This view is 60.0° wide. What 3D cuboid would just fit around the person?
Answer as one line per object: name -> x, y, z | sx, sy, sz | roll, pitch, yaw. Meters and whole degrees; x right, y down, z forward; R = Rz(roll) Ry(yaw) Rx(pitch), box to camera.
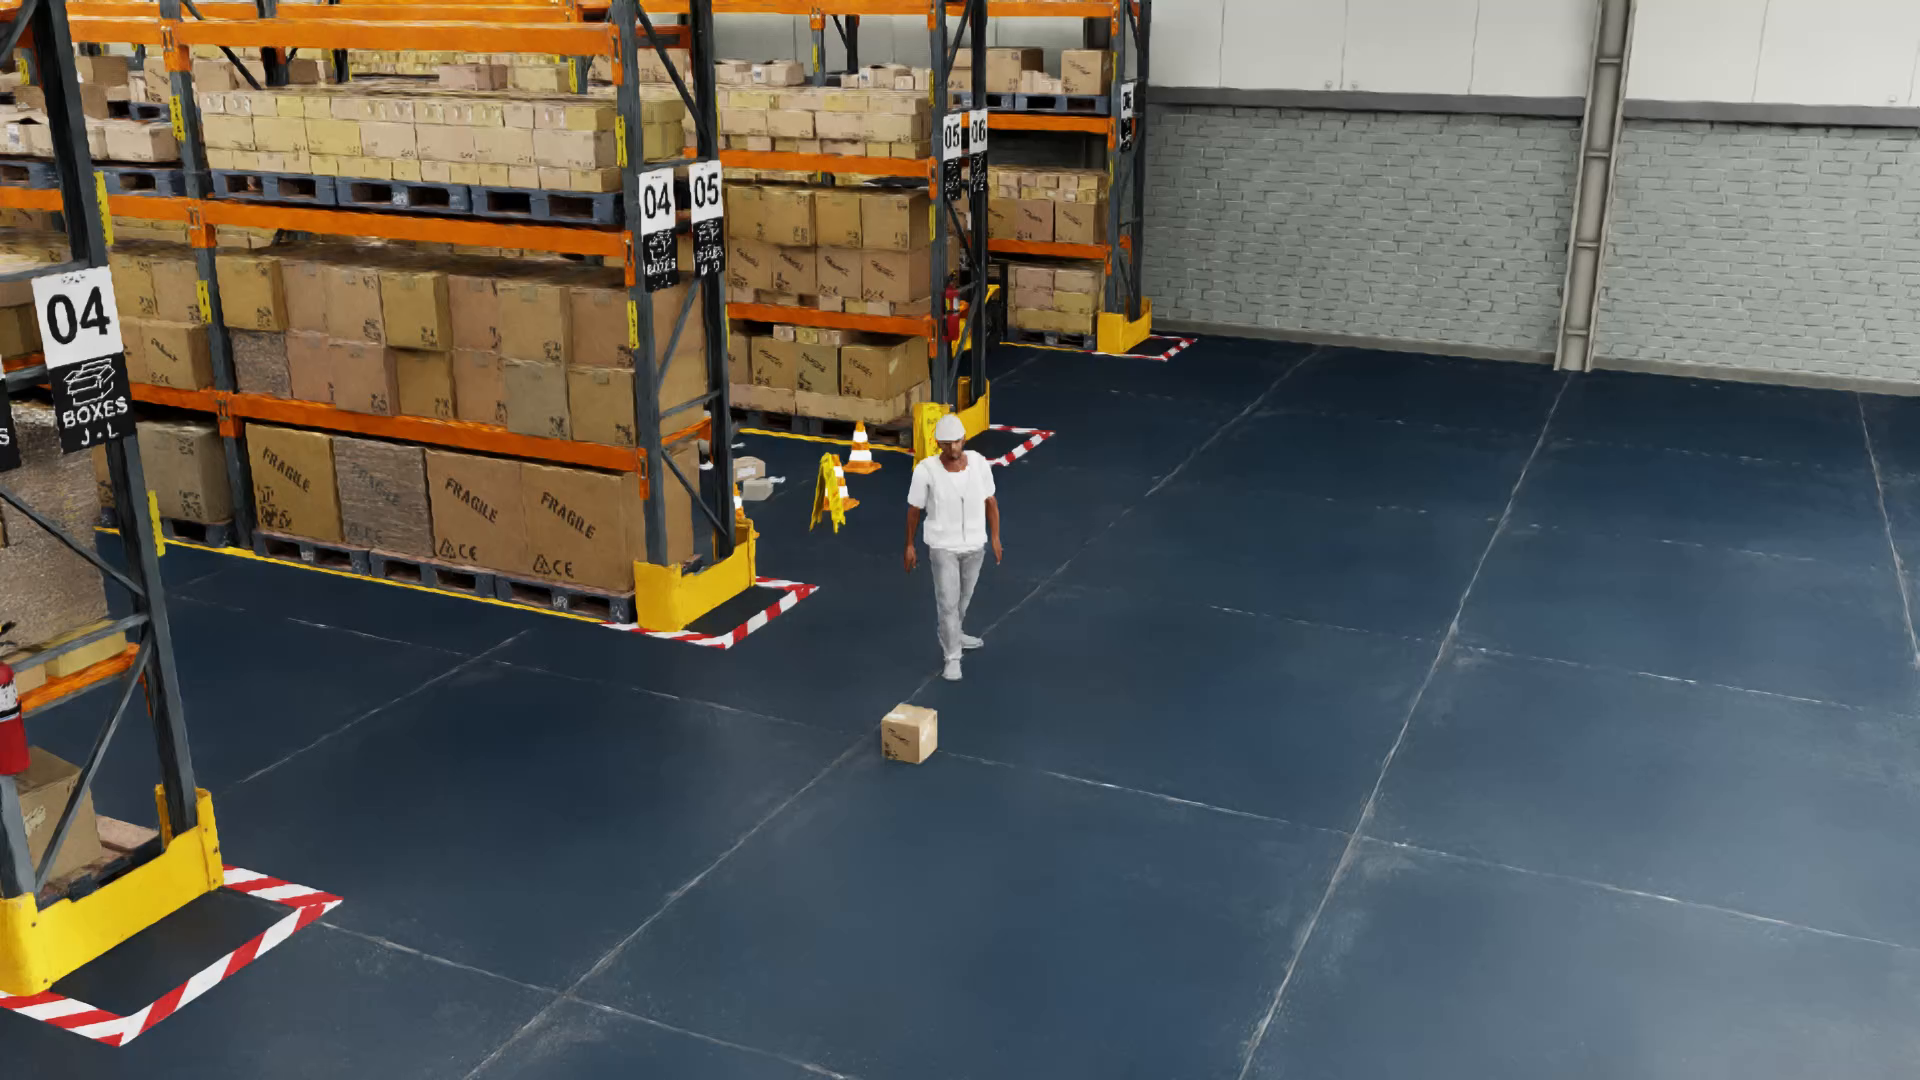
person -> -0.057, 0.007, 11.017 | 0.655, 1.754, 0.630 | -8, 21, -23
